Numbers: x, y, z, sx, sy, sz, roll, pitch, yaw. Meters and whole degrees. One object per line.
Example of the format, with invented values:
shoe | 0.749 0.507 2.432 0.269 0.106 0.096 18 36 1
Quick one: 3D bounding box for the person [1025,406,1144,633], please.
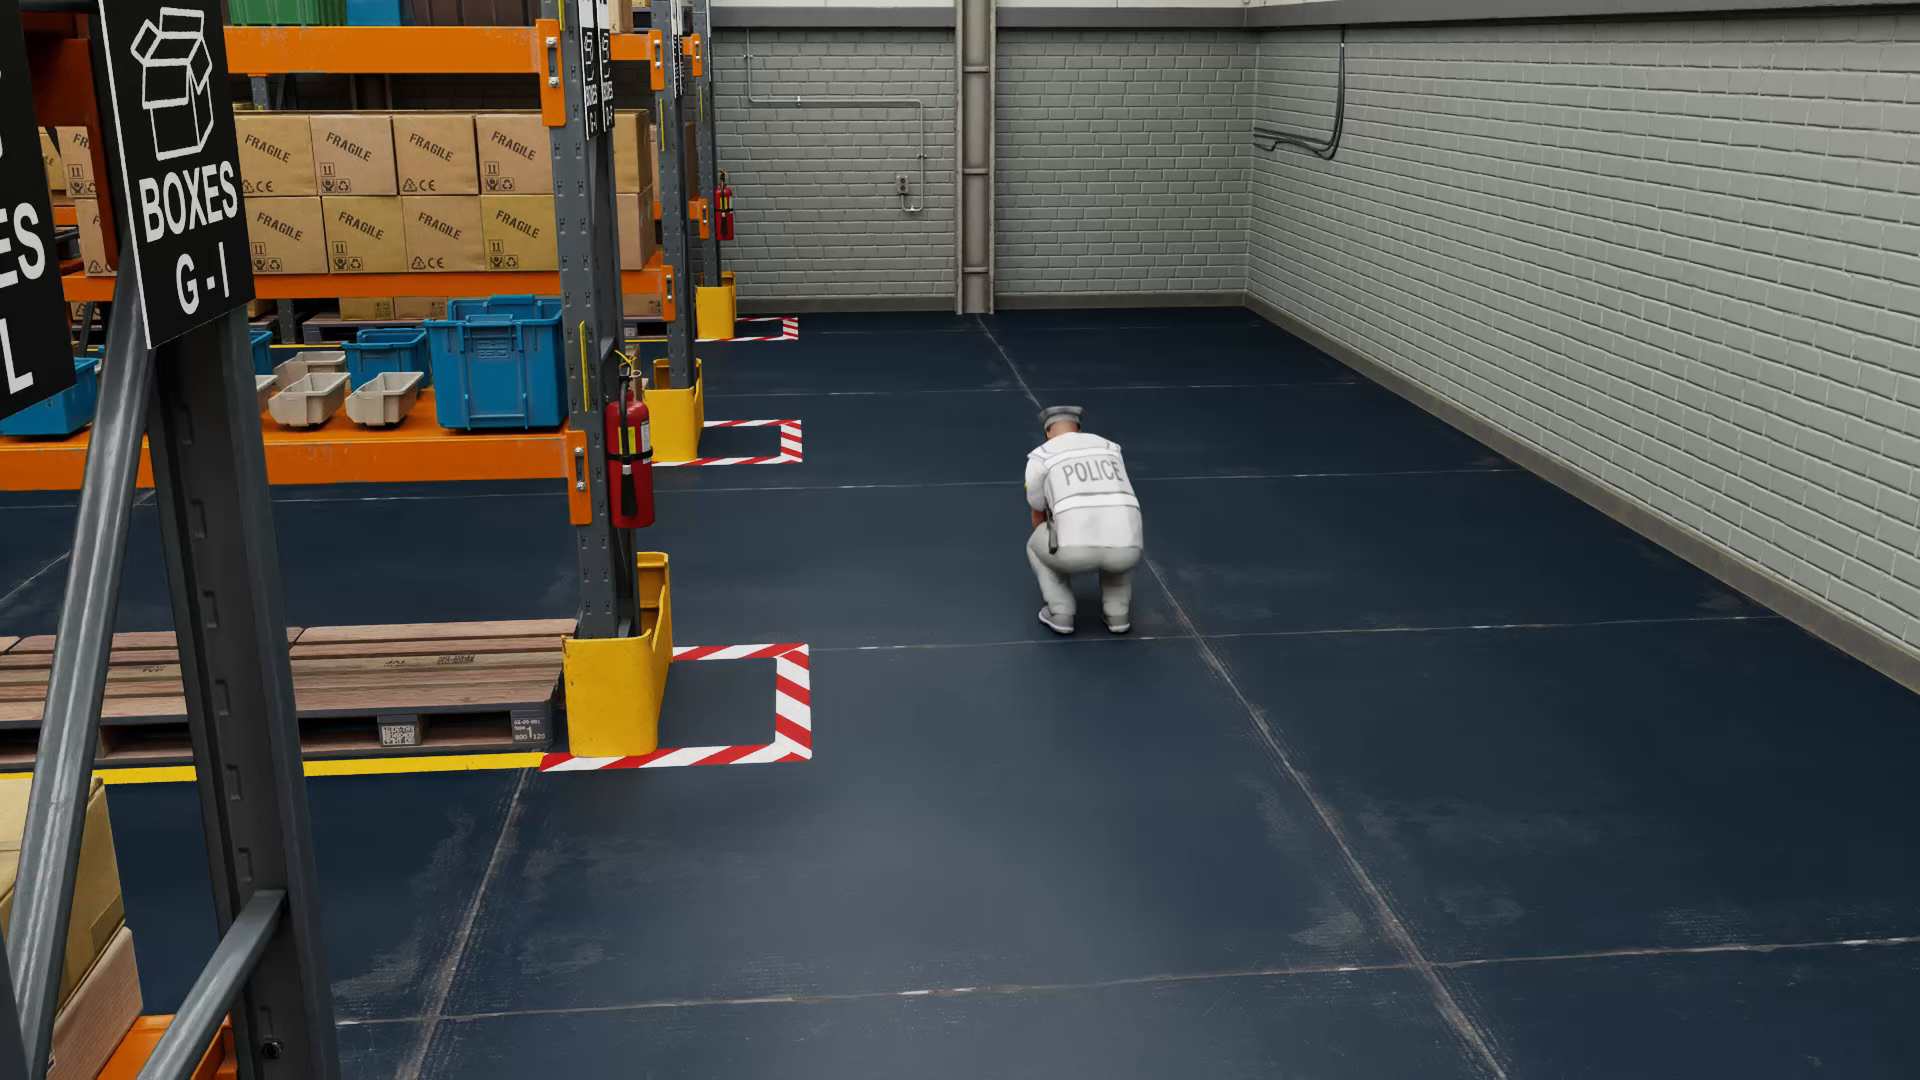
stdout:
person | 0.600 -0.103 8.170 0.535 1.026 0.909 -2 17 -7
